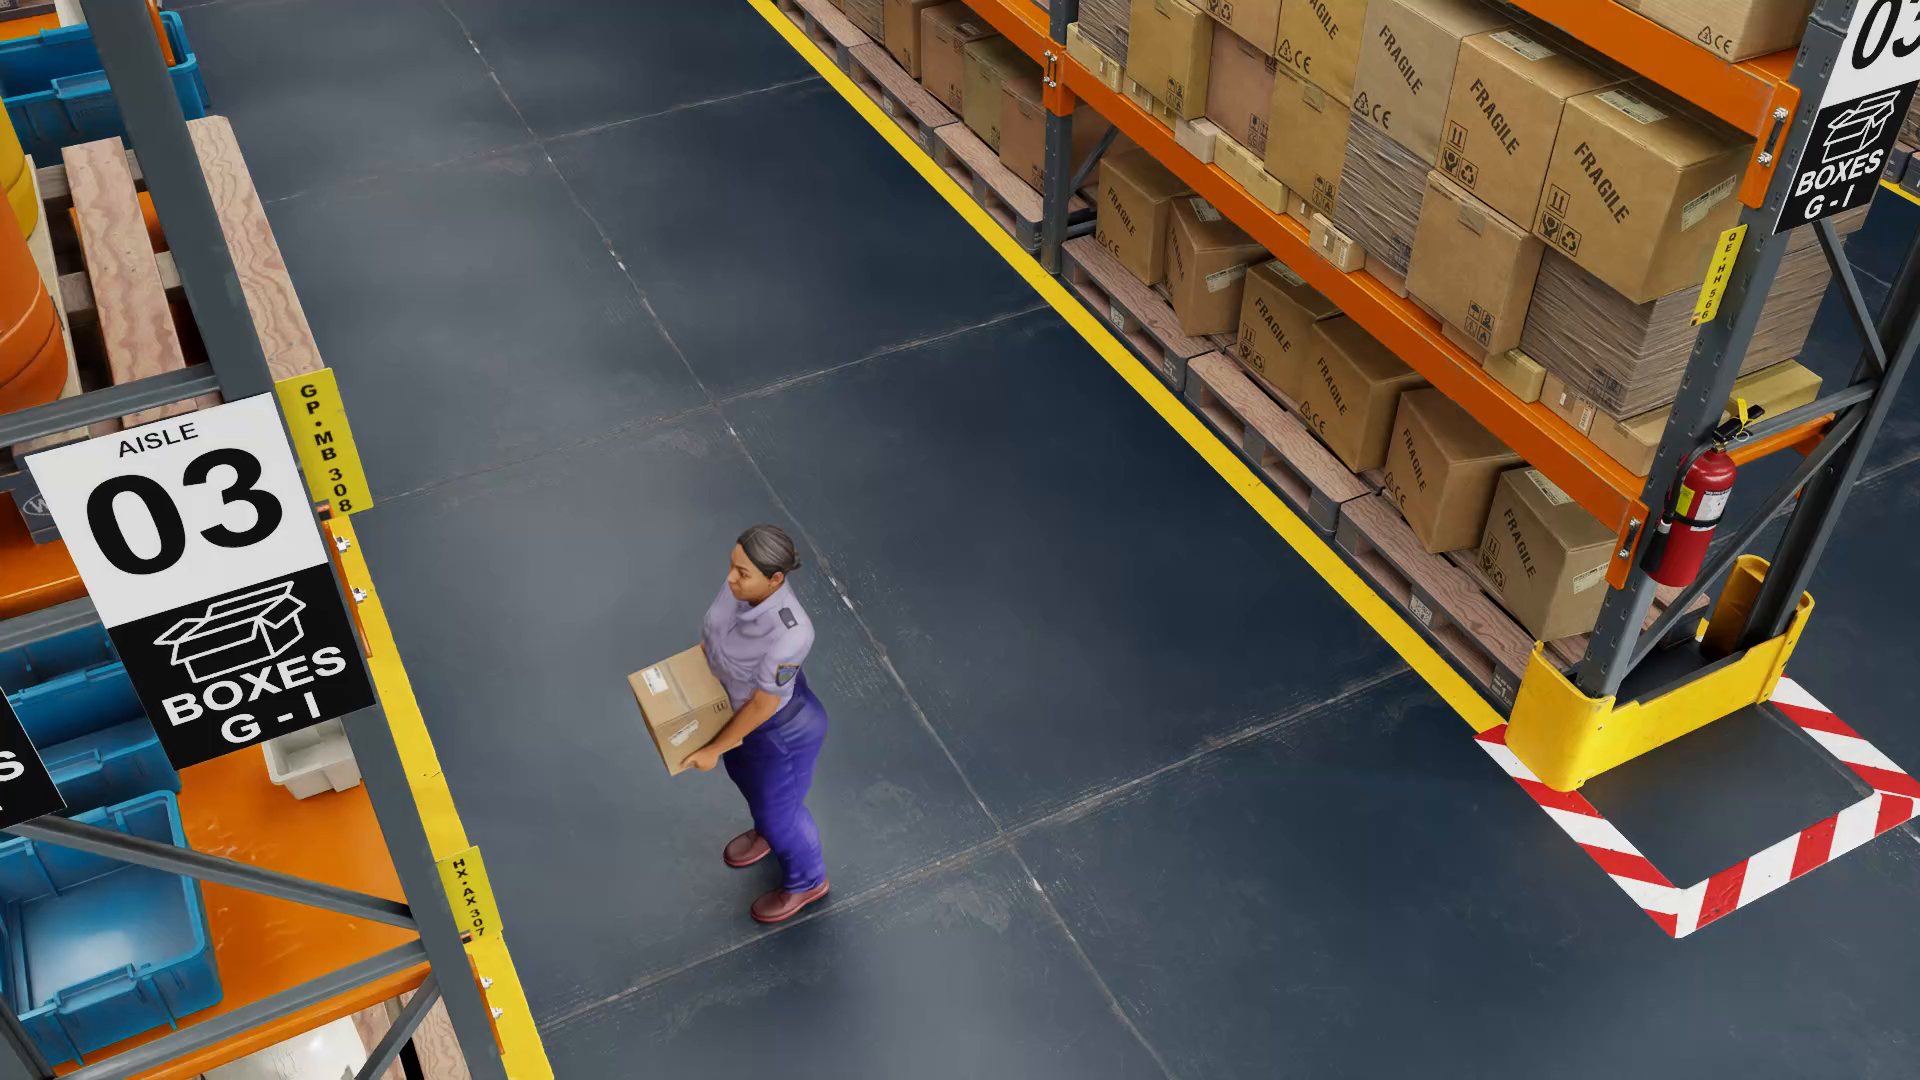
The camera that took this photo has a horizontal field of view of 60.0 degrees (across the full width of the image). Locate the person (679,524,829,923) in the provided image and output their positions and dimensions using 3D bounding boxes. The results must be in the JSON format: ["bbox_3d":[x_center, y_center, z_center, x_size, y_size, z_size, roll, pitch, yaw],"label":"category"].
[{"bbox_3d":[-0.713,0.623,5.483,0.522,1.630,0.449,-19,45,-20],"label":"person"}]
